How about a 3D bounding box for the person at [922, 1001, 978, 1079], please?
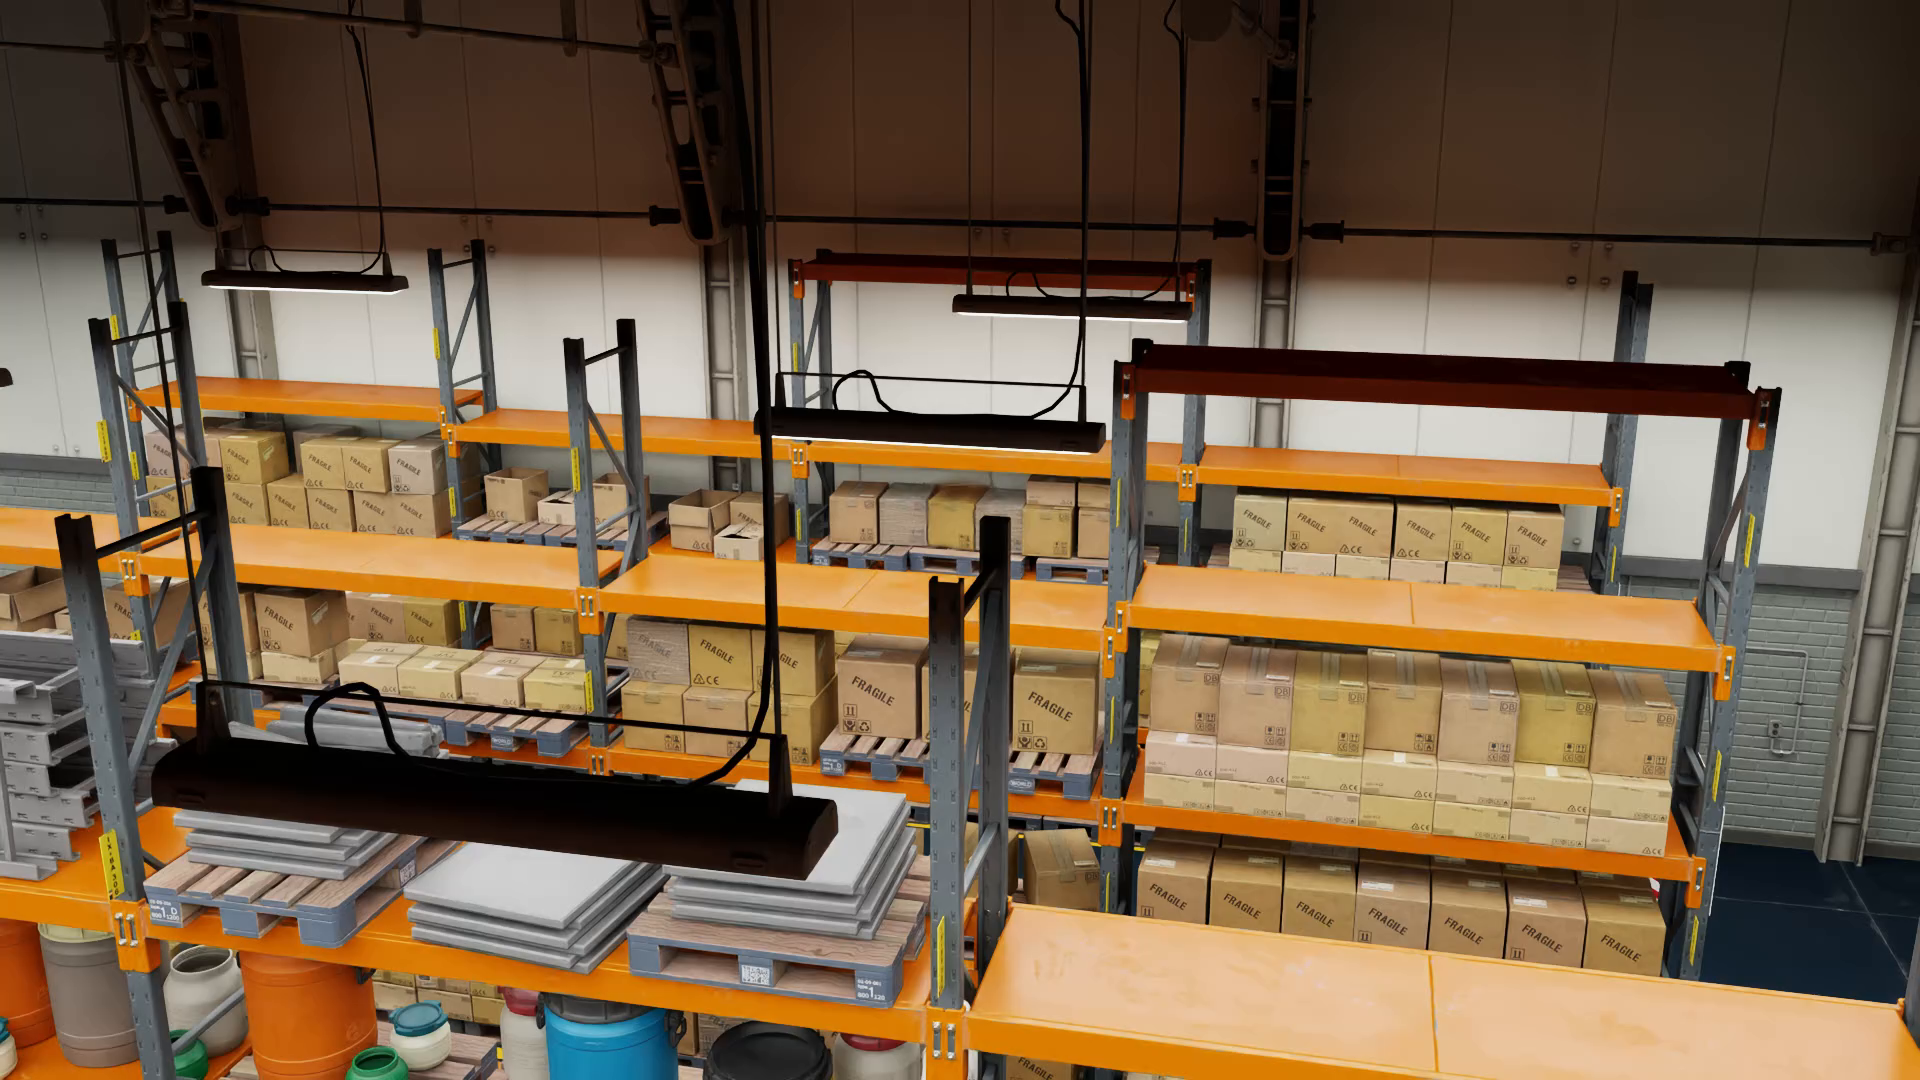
[{"bbox_3d":[-0.093,3.993,11.611,0.537,1.762,0.597,9,18,27],"label":"person"}]
